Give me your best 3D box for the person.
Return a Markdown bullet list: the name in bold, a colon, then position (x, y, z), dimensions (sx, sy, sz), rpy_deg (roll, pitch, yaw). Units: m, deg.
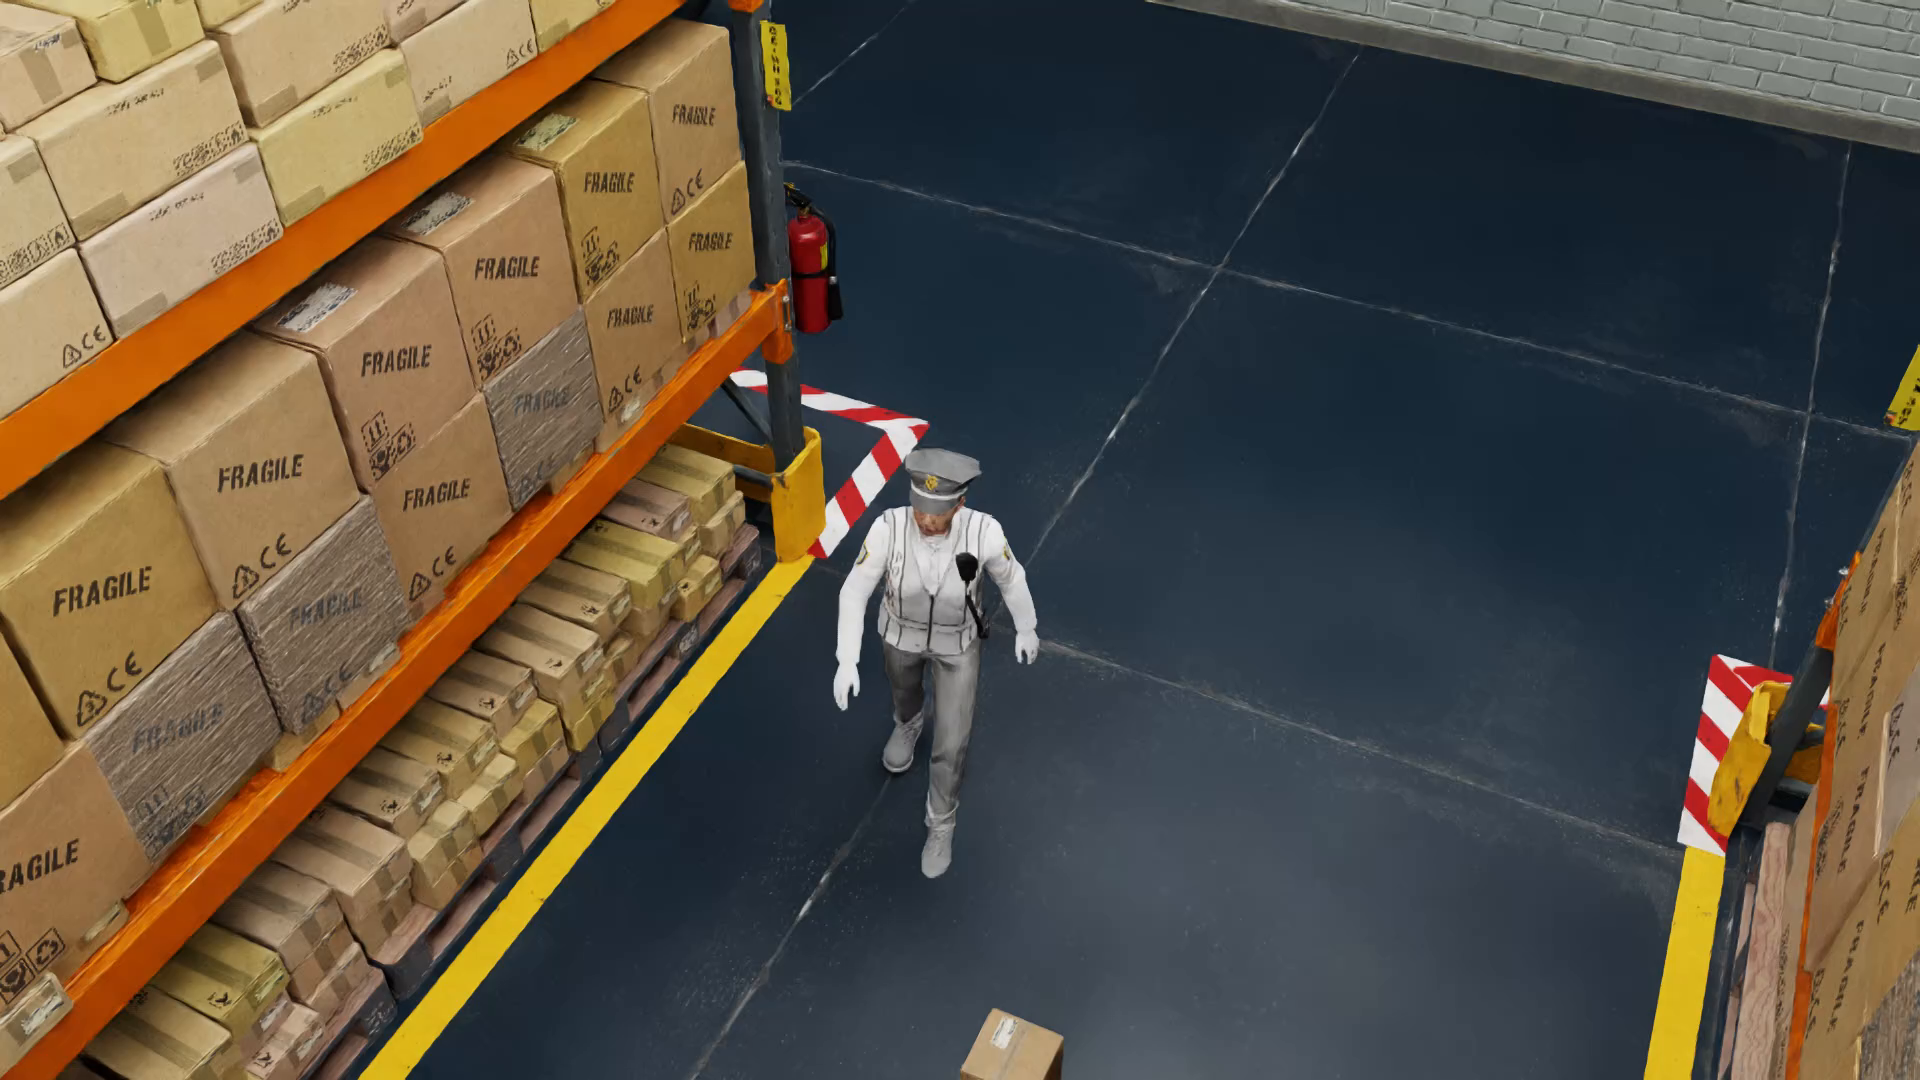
- **person**: position (-0.067, 0.384, 5.761), dimensions (0.681, 1.719, 0.737), rpy_deg (3, 42, 3)
